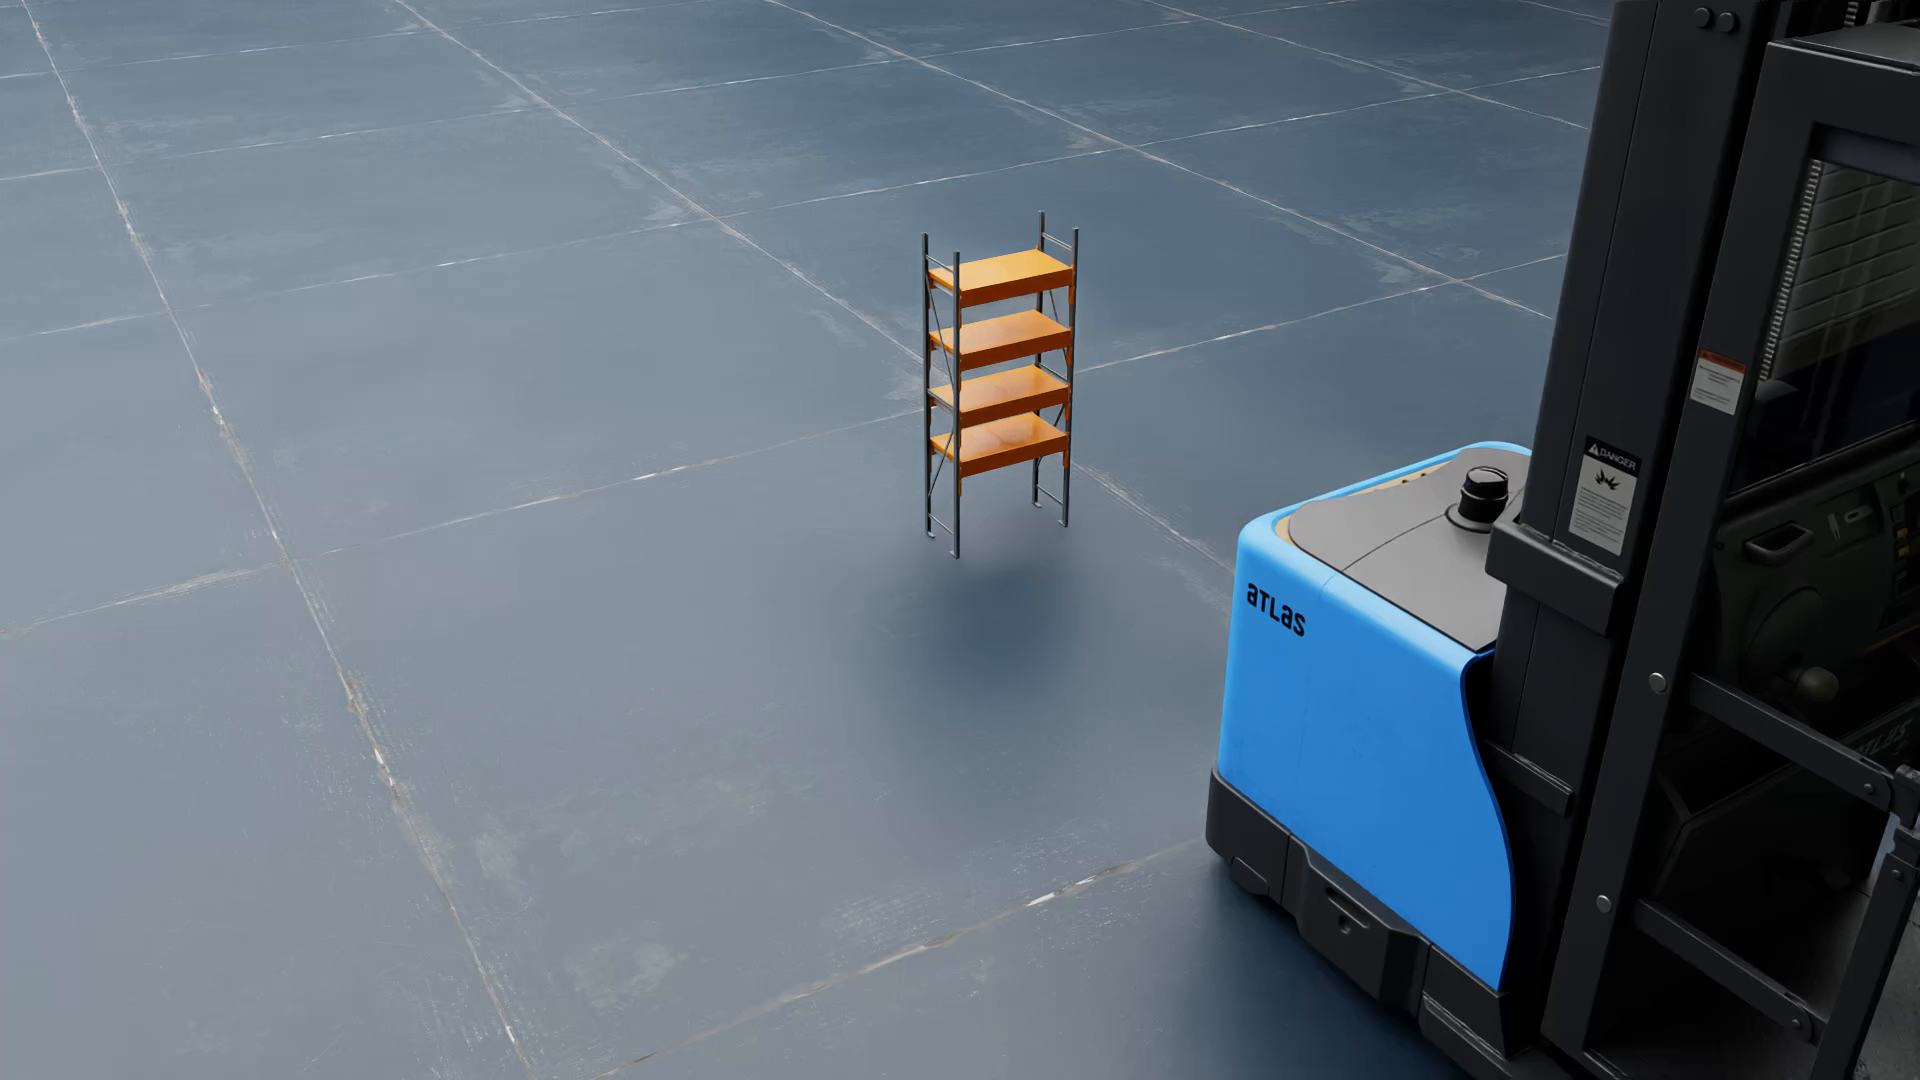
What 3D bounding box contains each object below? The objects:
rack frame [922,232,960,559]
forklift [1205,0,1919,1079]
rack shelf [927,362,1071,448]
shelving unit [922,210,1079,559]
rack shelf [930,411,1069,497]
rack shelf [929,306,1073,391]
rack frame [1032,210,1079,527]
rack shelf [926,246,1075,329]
[{"bbox_3d":[-0.068,-0.506,6.045,0.015,1.200,0.240,-16,33,-26],"label":"rack frame"},{"bbox_3d":[1.915,0.082,3.188,1.130,2.935,3.031,-17,33,-28],"label":"forklift"},{"bbox_3d":[0.143,-0.507,6.186,0.480,0.148,0.258,-16,33,-26],"label":"rack shelf"},{"bbox_3d":[0.143,-0.566,6.154,0.503,1.200,0.258,-16,33,-26],"label":"shelving unit"},{"bbox_3d":[0.143,-0.333,6.282,0.480,0.148,0.258,-16,33,-26],"label":"rack shelf"},{"bbox_3d":[0.143,-0.703,6.078,0.480,0.148,0.258,-16,33,-26],"label":"rack shelf"},{"bbox_3d":[0.353,-0.626,6.262,0.015,1.200,0.240,-16,33,-26],"label":"rack frame"},{"bbox_3d":[0.143,-0.910,5.964,0.480,0.148,0.258,-16,33,-26],"label":"rack shelf"}]
